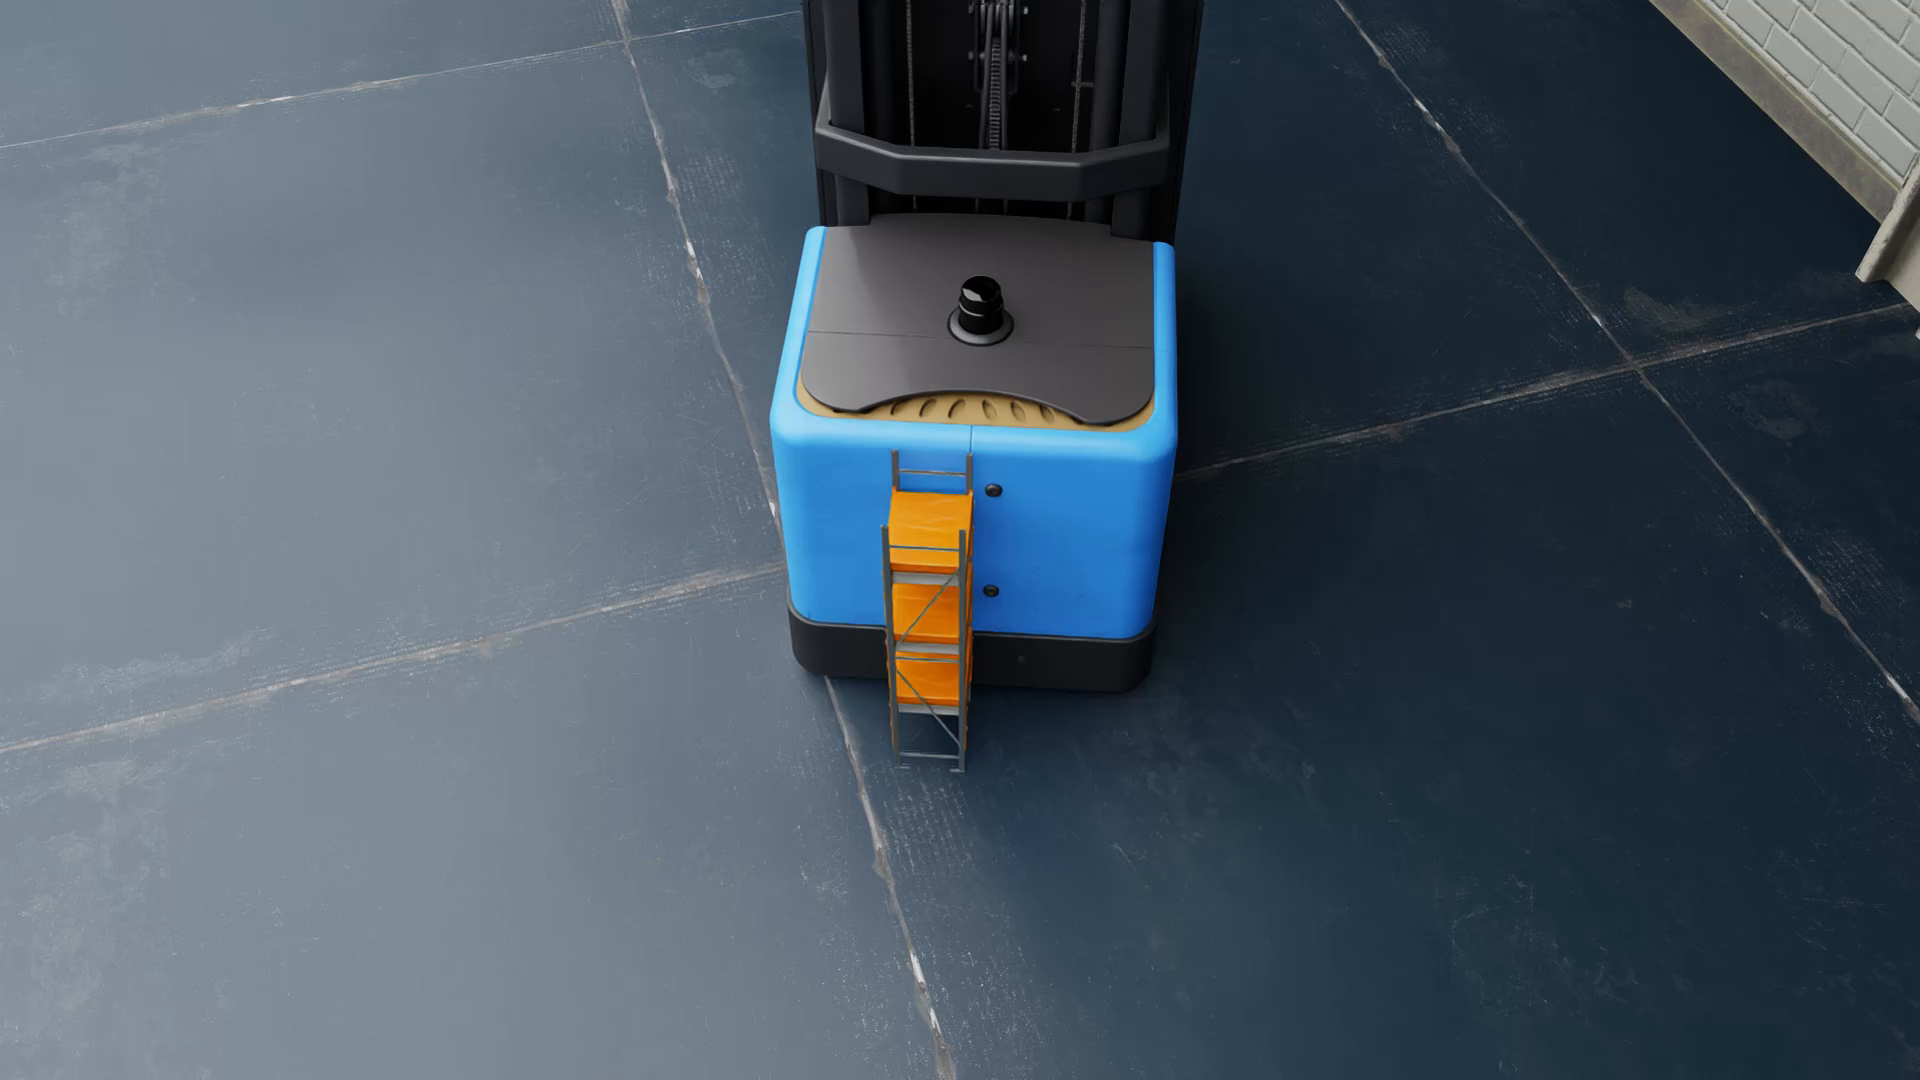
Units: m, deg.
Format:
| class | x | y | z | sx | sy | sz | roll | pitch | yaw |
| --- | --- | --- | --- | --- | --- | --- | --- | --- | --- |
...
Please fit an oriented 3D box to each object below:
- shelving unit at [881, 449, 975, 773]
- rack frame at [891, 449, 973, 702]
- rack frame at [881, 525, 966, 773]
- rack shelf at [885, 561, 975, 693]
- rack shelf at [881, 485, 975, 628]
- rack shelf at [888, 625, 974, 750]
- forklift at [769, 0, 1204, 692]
| class | x | y | z | sx | sy | sz | roll | pitch | yaw |
| --- | --- | --- | --- | --- | --- | --- | --- | --- | --- |
| shelving unit | -0.077 | 0.218 | 4.379 | 0.215 | 1.050 | 0.252 | 3 | 50 | 3 |
| rack frame | -0.068 | 0.125 | 4.458 | 0.200 | 1.050 | 0.008 | 3 | 50 | 3 |
| rack frame | -0.086 | 0.311 | 4.301 | 0.200 | 1.050 | 0.008 | 3 | 50 | 3 |
| rack shelf | -0.077 | 0.225 | 4.387 | 0.215 | 0.259 | 0.240 | 3 | 50 | 3 |
| rack shelf | -0.077 | 0.042 | 4.170 | 0.215 | 0.259 | 0.240 | 3 | 50 | 3 |
| rack shelf | -0.077 | 0.404 | 4.600 | 0.215 | 0.259 | 0.240 | 3 | 50 | 3 |
| forklift | 0.132 | -1.637 | 4.713 | 1.130 | 2.935 | 3.031 | 3 | 50 | 3 |
